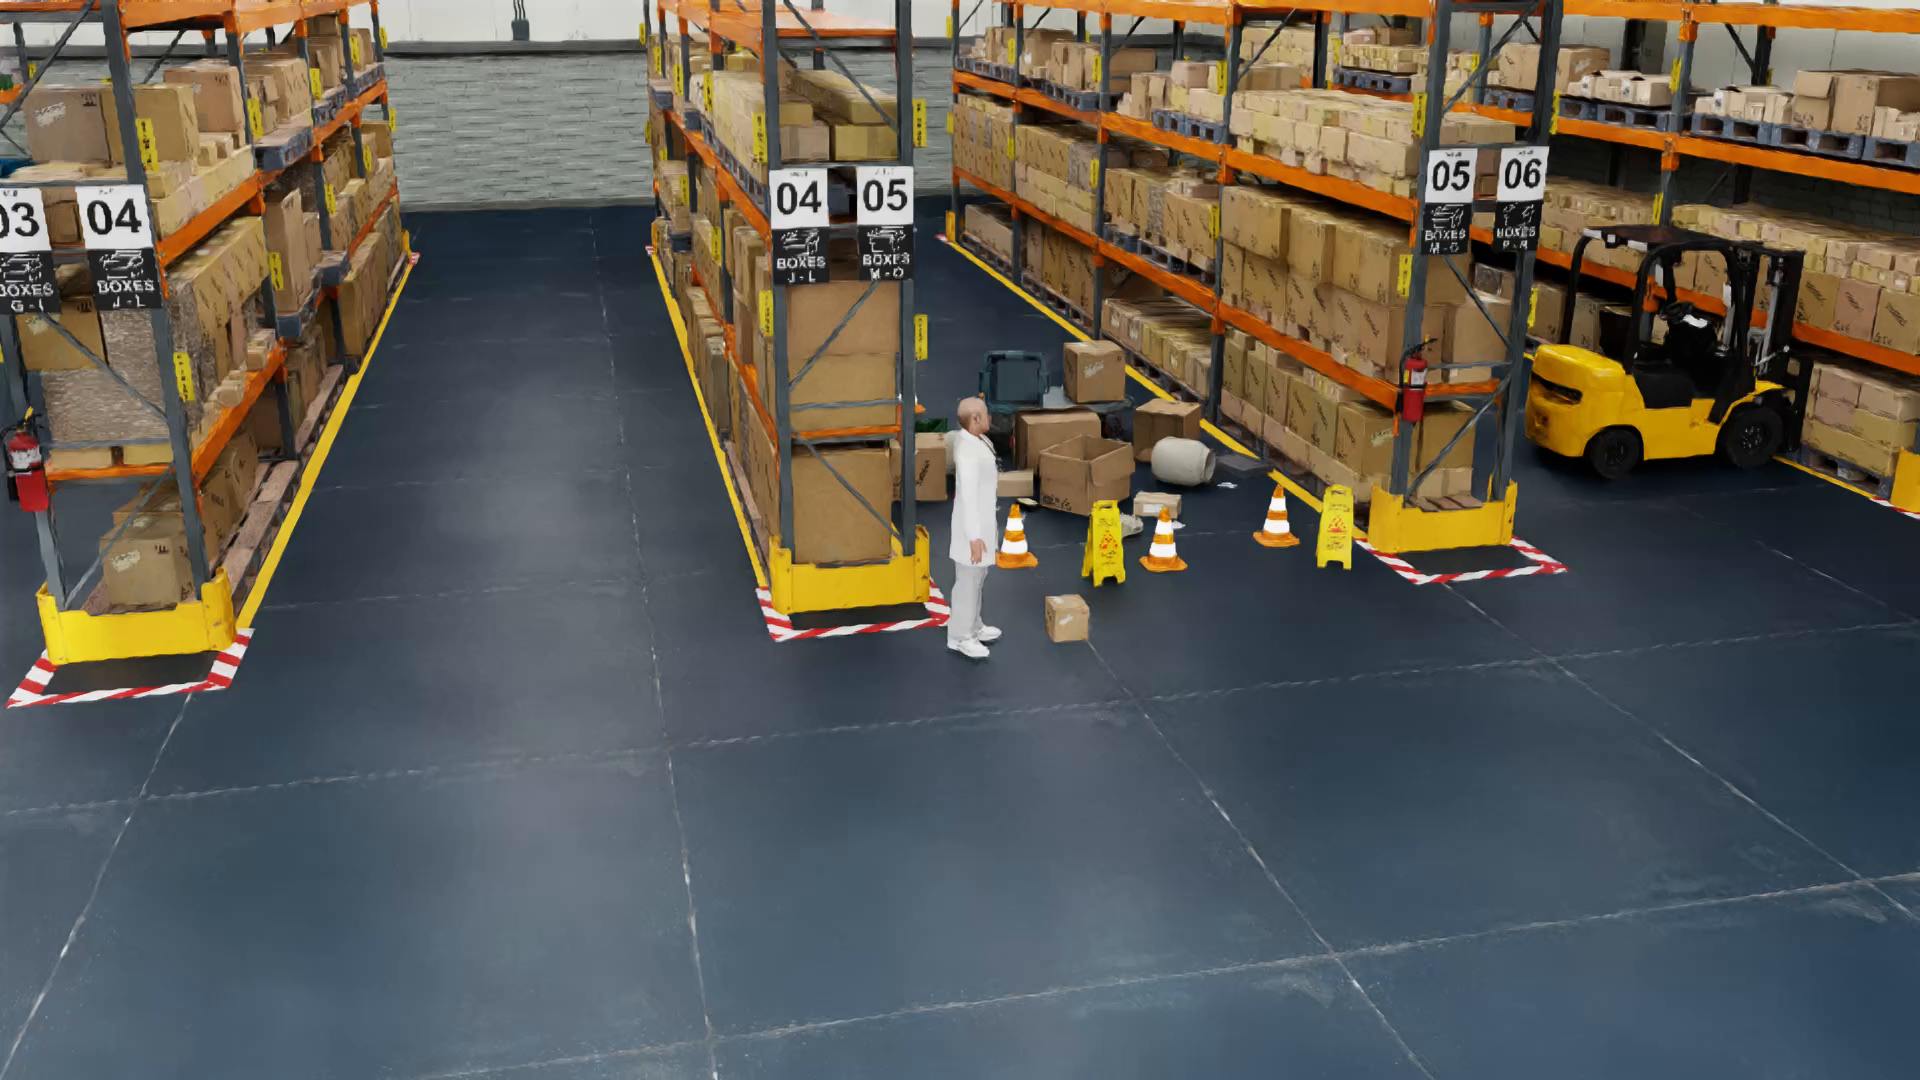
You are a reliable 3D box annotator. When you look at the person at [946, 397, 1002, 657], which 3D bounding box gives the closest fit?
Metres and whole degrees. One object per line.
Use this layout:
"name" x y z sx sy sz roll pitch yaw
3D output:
"person" 0.094 -0.097 11.298 0.377 1.784 0.697 1 19 2
